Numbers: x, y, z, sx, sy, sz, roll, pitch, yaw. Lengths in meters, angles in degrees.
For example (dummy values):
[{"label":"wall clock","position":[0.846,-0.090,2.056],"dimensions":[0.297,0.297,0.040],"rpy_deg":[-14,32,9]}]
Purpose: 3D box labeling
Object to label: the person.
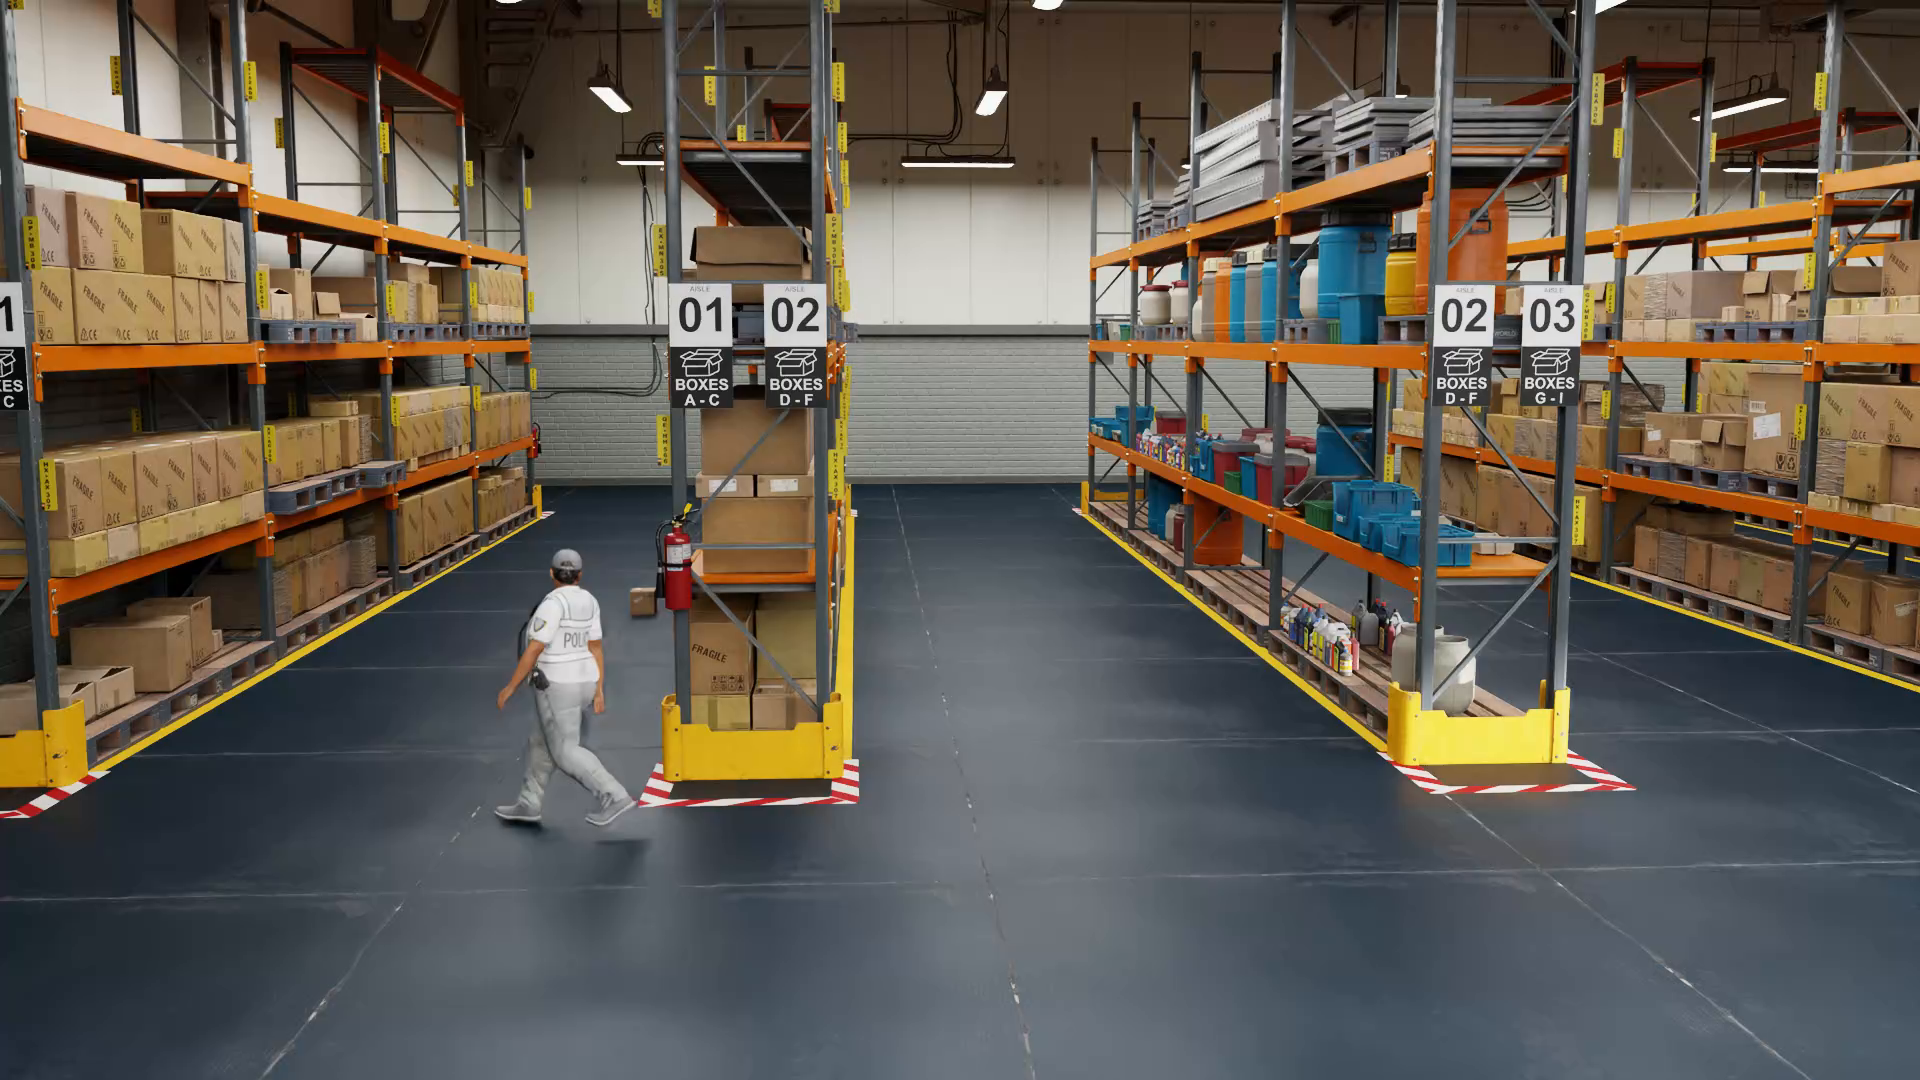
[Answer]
[{"label":"person","position":[-2.310,0.864,9.677],"dimensions":[0.953,1.612,0.556],"rpy_deg":[2,7,15]}]
